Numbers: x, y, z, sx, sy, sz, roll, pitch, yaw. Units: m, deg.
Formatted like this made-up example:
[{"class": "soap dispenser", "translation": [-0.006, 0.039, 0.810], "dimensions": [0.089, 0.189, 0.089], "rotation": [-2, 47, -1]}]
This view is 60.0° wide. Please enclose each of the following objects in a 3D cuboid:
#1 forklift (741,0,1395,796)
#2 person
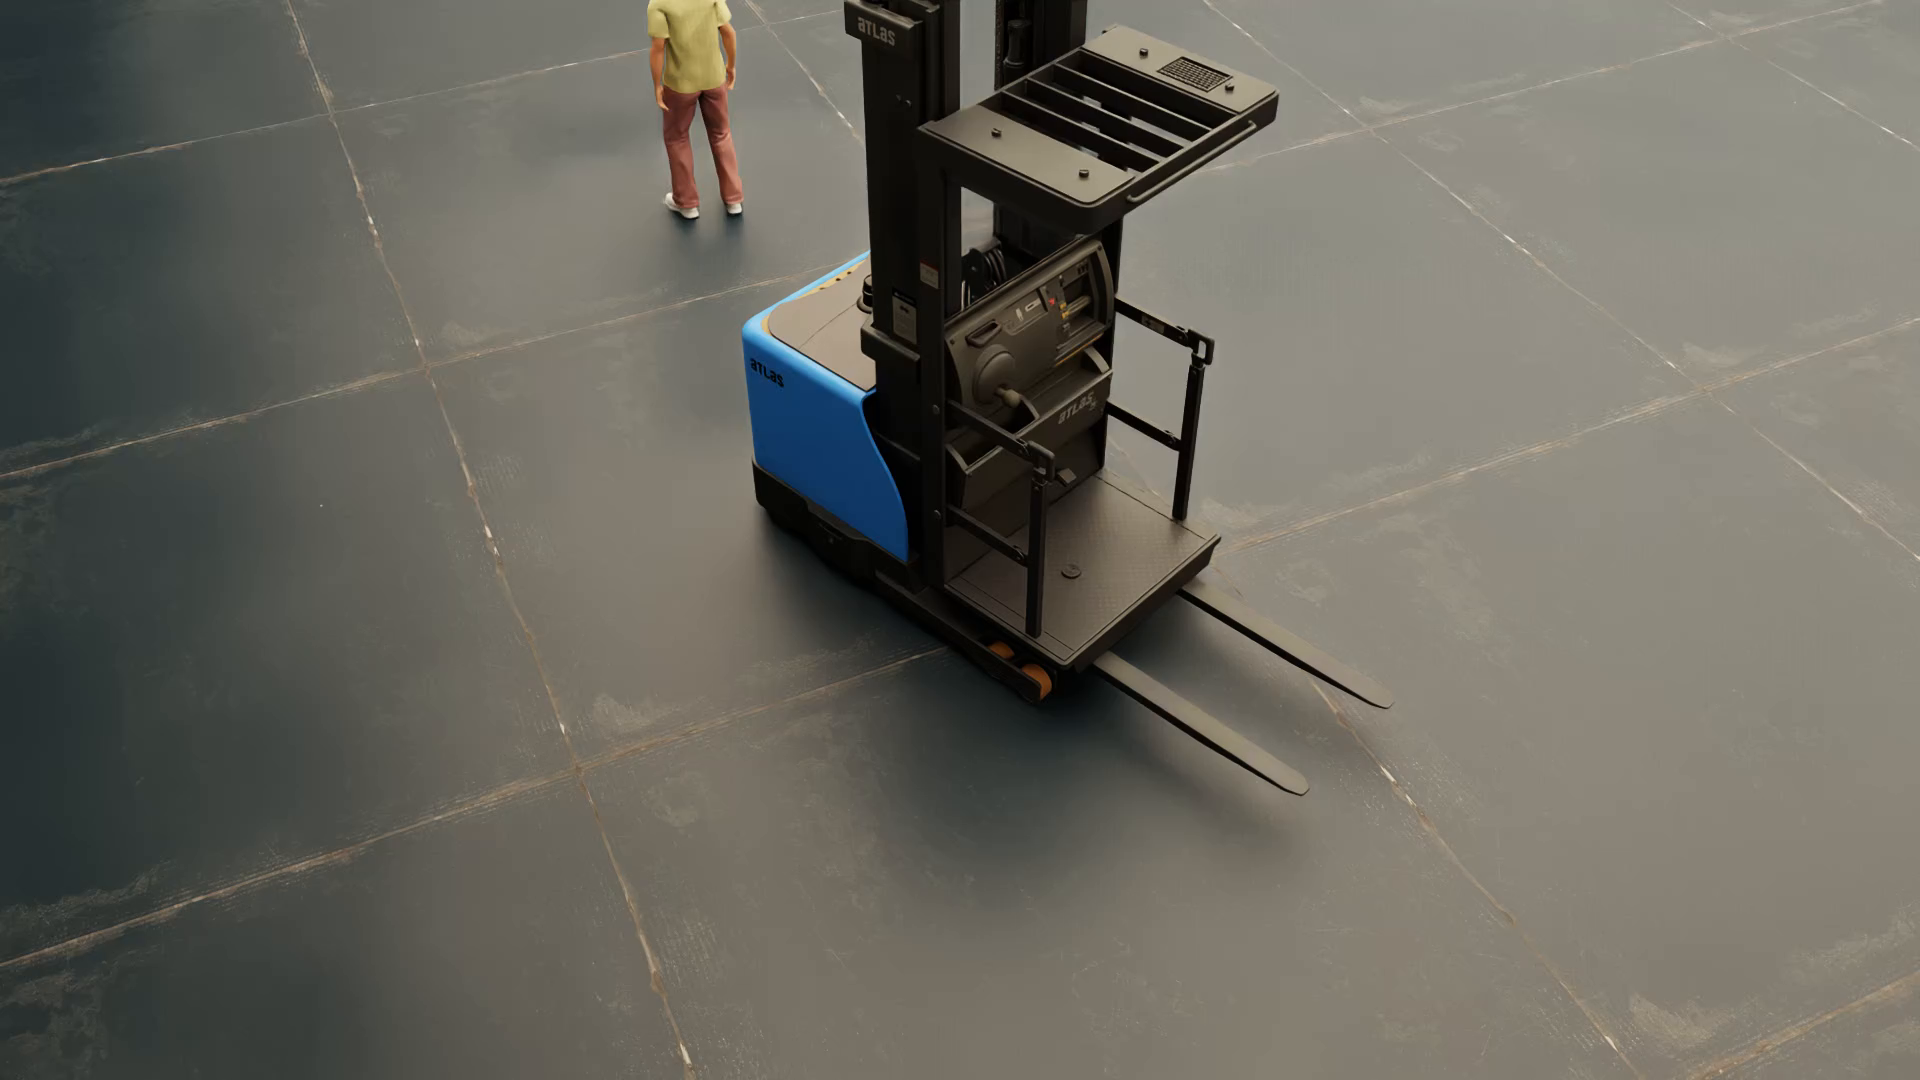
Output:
[{"class": "forklift", "translation": [0.445, -0.788, 6.525], "dimensions": [3.031, 2.935, 1.130], "rotation": [32, 52, 30]}, {"class": "person", "translation": [-1.514, -2.607, 9.405], "dimensions": [0.515, 1.677, 0.391], "rotation": [-19, 46, -19]}]
